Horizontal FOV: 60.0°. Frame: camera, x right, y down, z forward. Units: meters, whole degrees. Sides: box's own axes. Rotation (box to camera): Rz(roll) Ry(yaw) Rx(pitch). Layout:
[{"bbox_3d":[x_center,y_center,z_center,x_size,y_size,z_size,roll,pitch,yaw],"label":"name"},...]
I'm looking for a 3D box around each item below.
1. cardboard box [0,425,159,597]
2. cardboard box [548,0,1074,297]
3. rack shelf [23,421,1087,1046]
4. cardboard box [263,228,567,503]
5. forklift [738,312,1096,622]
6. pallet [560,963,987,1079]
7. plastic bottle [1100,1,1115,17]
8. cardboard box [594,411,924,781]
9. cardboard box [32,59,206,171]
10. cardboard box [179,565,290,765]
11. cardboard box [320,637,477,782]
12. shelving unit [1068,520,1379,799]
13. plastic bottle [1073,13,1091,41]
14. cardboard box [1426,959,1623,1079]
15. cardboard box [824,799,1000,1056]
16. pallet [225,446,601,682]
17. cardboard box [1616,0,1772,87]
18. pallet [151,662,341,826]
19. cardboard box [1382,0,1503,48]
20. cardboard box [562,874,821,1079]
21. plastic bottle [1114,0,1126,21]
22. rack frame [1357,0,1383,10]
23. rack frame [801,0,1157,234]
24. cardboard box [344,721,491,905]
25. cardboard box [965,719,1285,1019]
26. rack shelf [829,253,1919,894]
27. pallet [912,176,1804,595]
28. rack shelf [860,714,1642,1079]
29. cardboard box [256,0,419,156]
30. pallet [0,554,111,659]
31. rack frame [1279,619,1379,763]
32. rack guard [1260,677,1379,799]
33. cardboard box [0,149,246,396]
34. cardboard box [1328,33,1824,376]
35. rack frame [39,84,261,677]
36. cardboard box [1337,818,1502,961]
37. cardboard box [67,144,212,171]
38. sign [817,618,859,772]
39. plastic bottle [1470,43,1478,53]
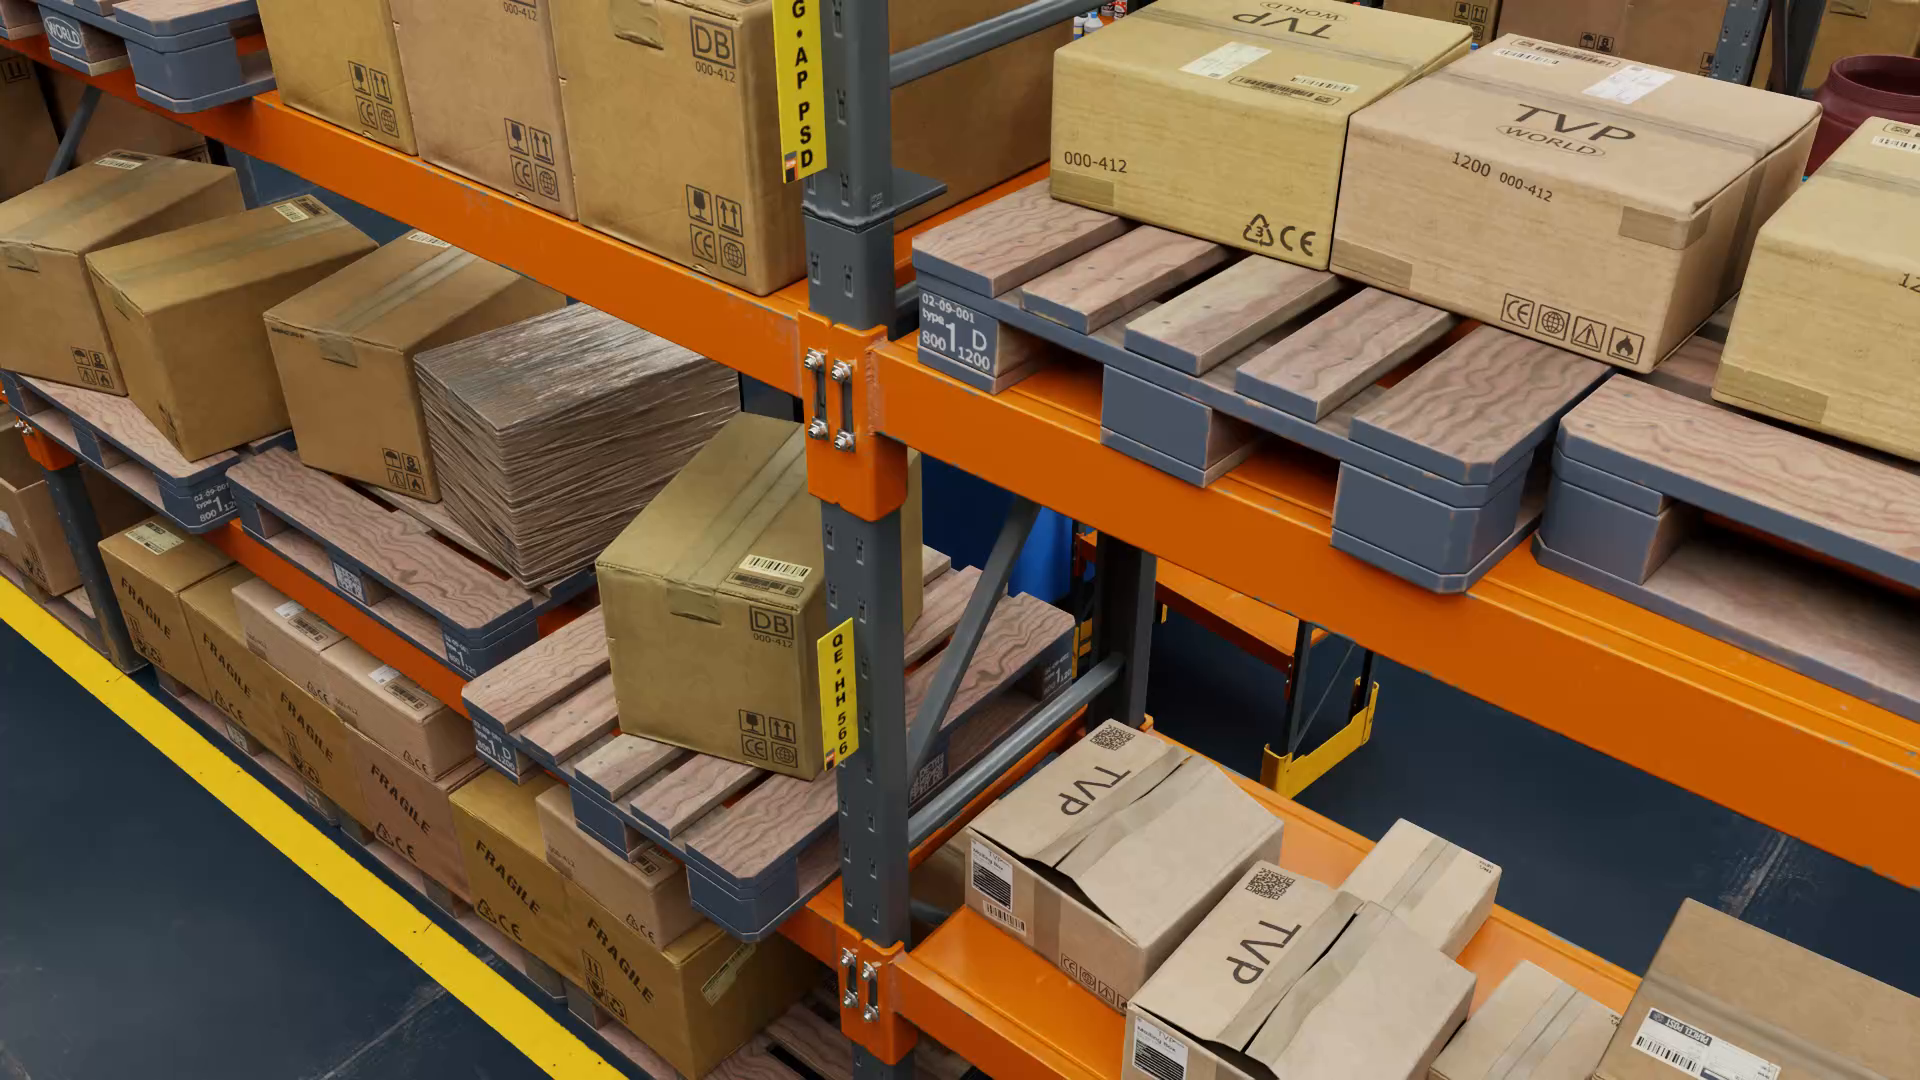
[{"bbox_3d":[-3.585,-0.177,6.678,0.500,0.500,0.500,25,42,32],"label":"cardboard box"},{"bbox_3d":[-0.249,-0.915,3.195,0.500,0.500,0.910,25,42,32],"label":"cardboard box"},{"bbox_3d":[-1.429,0.078,5.123,4.000,0.370,1.077,25,42,32],"label":"rack shelf"},{"bbox_3d":[-1.569,-0.544,4.934,0.500,0.500,0.700,15,37,20],"label":"cardboard box"},{"bbox_3d":[-0.426,-1.467,6.797,1.130,2.935,3.031,-28,43,-34],"label":"forklift"},{"bbox_3d":[-0.442,1.368,5.071,1.213,0.211,1.003,25,42,32],"label":"pallet"},{"bbox_3d":[0.822,-2.983,9.119,0.097,0.201,0.097,0,34,0],"label":"plastic bottle"},{"bbox_3d":[-0.448,0.112,3.978,0.500,0.500,0.700,12,36,17],"label":"cardboard box"},{"bbox_3d":[-3.148,-1.690,6.089,0.500,0.500,0.500,26,42,33],"label":"cardboard box"},{"bbox_3d":[-2.333,0.375,5.873,0.500,0.500,0.500,26,42,32],"label":"cardboard box"},{"bbox_3d":[-1.596,0.422,5.143,0.500,0.250,0.500,24,41,31],"label":"cardboard box"},{"bbox_3d":[0.947,0.007,5.915,0.587,1.500,1.083,-28,43,-34],"label":"shelving unit"},{"bbox_3d":[0.599,-2.580,8.466,0.135,0.276,0.152,25,42,32],"label":"plastic bottle"},{"bbox_3d":[1.124,1.047,3.298,0.250,0.149,0.380,29,44,35],"label":"cardboard box"},{"bbox_3d":[-0.059,1.065,4.868,0.500,0.500,0.500,27,43,34],"label":"cardboard box"},{"bbox_3d":[-1.389,-0.118,4.941,1.213,0.211,1.003,25,42,32],"label":"pallet"},{"bbox_3d":[5.252,-3.685,11.473,0.875,0.875,1.225,25,42,32],"label":"cardboard box"},{"bbox_3d":[-2.317,0.485,6.358,1.213,0.211,1.003,25,42,32],"label":"pallet"},{"bbox_3d":[3.880,-4.326,12.405,0.875,0.875,1.225,25,42,32],"label":"cardboard box"},{"bbox_3d":[-0.761,1.118,4.792,0.500,0.500,0.500,27,43,34],"label":"cardboard box"},{"bbox_3d":[0.886,-2.908,9.010,0.097,0.201,0.097,0,34,0],"label":"plastic bottle"},{"bbox_3d":[3.375,-5.252,12.248,0.127,3.000,1.000,25,42,32],"label":"rack frame"},{"bbox_3d":[0.108,-1.967,2.166,0.127,3.000,1.000,25,42,32],"label":"rack frame"},{"bbox_3d":[-1.566,0.743,5.338,0.500,0.500,0.500,24,41,30],"label":"cardboard box"},{"bbox_3d":[0.360,0.693,3.670,0.500,0.311,0.500,28,43,35],"label":"cardboard box"},{"bbox_3d":[1.645,0.290,2.164,4.000,0.370,1.077,25,42,32],"label":"rack shelf"},{"bbox_3d":[0.687,-0.446,2.767,1.003,0.211,1.213,27,43,34],"label":"pallet"},{"bbox_3d":[1.645,1.527,3.013,4.000,0.370,1.077,25,42,32],"label":"rack shelf"},{"bbox_3d":[-1.040,-1.289,3.739,0.500,0.500,0.910,25,42,32],"label":"cardboard box"},{"bbox_3d":[-3.493,-0.043,7.126,1.213,0.211,1.003,25,42,32],"label":"pallet"},{"bbox_3d":[1.301,0.221,5.604,0.500,1.500,0.032,-28,43,-34],"label":"rack frame"},{"bbox_3d":[1.287,0.728,5.969,0.587,0.250,0.087,-28,43,-34],"label":"rack guard"},{"bbox_3d":[-2.745,-0.889,5.435,0.500,0.500,0.700,12,36,17],"label":"cardboard box"},{"bbox_3d":[0.907,-0.520,2.470,0.500,0.250,0.500,26,42,33],"label":"cardboard box"},{"bbox_3d":[-2.966,-0.943,5.974,0.127,3.000,1.000,25,42,32],"label":"rack frame"},{"bbox_3d":[0.976,0.815,3.636,0.250,0.149,0.380,25,42,32],"label":"cardboard box"},{"bbox_3d":[-3.183,-1.288,6.387,0.500,0.500,0.500,26,42,33],"label":"cardboard box"},{"bbox_3d":[-0.232,0.301,3.210,0.005,0.325,0.100,25,42,32],"label":"sign"},{"bbox_3d":[2.447,-2.246,7.984,0.097,0.271,0.097,0,34,0],"label":"plastic bottle"}]
